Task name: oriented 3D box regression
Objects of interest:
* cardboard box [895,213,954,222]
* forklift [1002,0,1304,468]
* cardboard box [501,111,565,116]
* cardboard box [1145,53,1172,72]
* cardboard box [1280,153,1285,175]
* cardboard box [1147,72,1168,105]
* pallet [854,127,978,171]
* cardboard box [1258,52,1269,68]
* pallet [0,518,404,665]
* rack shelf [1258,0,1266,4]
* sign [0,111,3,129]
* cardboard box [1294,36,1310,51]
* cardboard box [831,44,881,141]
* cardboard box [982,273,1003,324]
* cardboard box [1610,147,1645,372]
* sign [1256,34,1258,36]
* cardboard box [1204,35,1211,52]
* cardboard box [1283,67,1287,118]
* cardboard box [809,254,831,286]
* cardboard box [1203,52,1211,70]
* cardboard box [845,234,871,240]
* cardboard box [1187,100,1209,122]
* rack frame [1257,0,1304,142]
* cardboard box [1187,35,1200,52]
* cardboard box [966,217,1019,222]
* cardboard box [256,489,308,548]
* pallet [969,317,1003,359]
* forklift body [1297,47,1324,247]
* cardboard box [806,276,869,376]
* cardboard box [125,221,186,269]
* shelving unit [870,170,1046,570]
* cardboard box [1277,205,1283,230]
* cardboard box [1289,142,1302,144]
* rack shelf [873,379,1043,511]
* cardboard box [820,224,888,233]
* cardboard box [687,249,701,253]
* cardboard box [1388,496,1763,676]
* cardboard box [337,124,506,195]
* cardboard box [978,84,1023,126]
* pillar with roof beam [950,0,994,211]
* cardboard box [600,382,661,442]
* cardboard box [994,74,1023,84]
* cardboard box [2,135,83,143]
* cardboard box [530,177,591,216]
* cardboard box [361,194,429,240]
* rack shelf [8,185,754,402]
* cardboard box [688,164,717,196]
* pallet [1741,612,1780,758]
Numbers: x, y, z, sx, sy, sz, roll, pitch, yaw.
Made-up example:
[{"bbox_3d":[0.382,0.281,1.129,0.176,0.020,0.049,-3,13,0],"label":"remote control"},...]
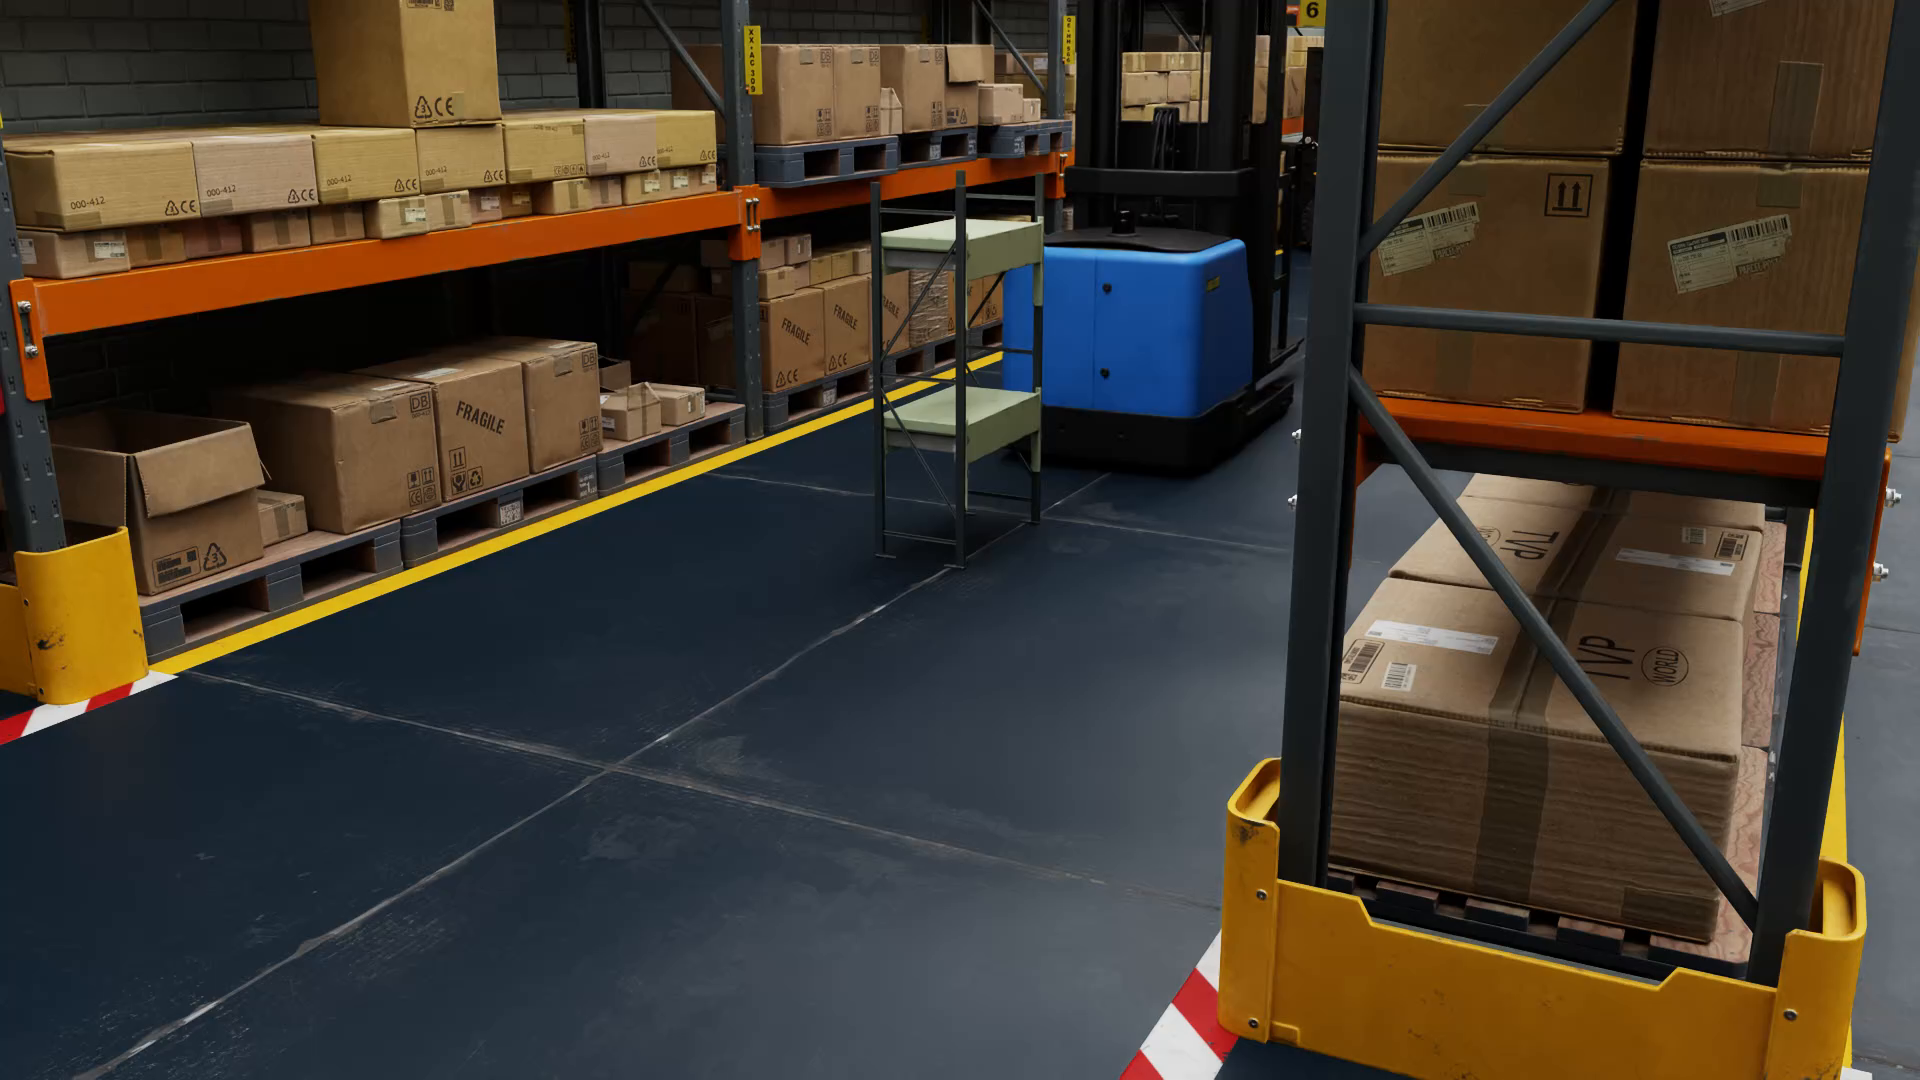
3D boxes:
[{"bbox_3d":[-0.240,-2.265,11.897,0.380,0.149,0.250,9,19,28],"label":"cardboard box"},{"bbox_3d":[1.260,-2.129,9.043,1.130,2.935,3.031,7,18,23],"label":"forklift"},{"bbox_3d":[-2.197,-1.876,7.813,0.500,0.250,0.500,8,18,25],"label":"cardboard box"},{"bbox_3d":[1.511,-3.900,13.573,0.380,0.149,0.250,8,18,24],"label":"cardboard box"},{"bbox_3d":[3.005,-3.766,16.773,0.500,0.250,0.500,9,19,27],"label":"cardboard box"},{"bbox_3d":[1.369,-3.686,13.552,0.500,0.250,0.500,8,18,26],"label":"cardboard box"},{"bbox_3d":[-0.593,-2.457,10.364,1.003,0.211,1.213,8,18,25],"label":"pallet"},{"bbox_3d":[2.819,-4.660,16.129,0.380,0.149,0.250,9,19,27],"label":"cardboard box"},{"bbox_3d":[-2.914,0.107,6.292,1.003,0.211,1.213,8,18,25],"label":"pallet"},{"bbox_3d":[2.953,-5.666,16.828,1.077,0.370,4.000,8,18,25],"label":"rack shelf"},{"bbox_3d":[-2.818,-1.353,4.791,0.100,0.325,0.005,8,18,25],"label":"sign"},{"bbox_3d":[3.394,-5.128,17.184,0.380,0.149,0.250,8,19,26],"label":"cardboard box"},{"bbox_3d":[-0.868,-2.502,9.266,0.700,0.500,0.500,8,18,26],"label":"cardboard box"},{"bbox_3d":[0.042,-1.786,11.423,0.500,0.500,0.500,8,18,25],"label":"cardboard box"},{"bbox_3d":[1.356,-0.707,3.960,0.500,0.500,0.500,8,18,24],"label":"cardboard box"},{"bbox_3d":[3.352,-5.607,18.976,0.100,0.325,0.005,8,18,25],"label":"sign"},{"bbox_3d":[2.467,-4.608,15.434,0.380,0.149,0.250,9,19,26],"label":"cardboard box"},{"bbox_3d":[2.934,-4.455,16.580,0.500,0.500,0.500,8,18,25],"label":"cardboard box"},{"bbox_3d":[-0.958,-1.544,9.470,0.380,0.149,0.250,7,18,23],"label":"cardboard box"},{"bbox_3d":[2.006,-4.239,14.713,0.380,0.149,0.250,8,18,25],"label":"cardboard box"},{"bbox_3d":[-0.496,-1.810,10.364,0.380,0.149,0.250,8,18,26],"label":"cardboard box"},{"bbox_3d":[1.848,-3.701,14.481,0.500,0.250,0.500,8,18,25],"label":"cardboard box"},{"bbox_3d":[3.846,-5.082,18.868,1.000,3.000,0.127,8,18,25],"label":"rack frame"},{"bbox_3d":[2.080,-4.743,15.889,0.380,0.149,0.250,8,18,24],"label":"cardboard box"},{"bbox_3d":[0.183,-2.127,11.431,0.380,0.149,0.250,7,18,23],"label":"cardboard box"},{"bbox_3d":[-2.720,-0.089,6.324,0.380,0.149,0.250,7,18,23],"label":"cardboard box"},{"bbox_3d":[-0.096,-1.523,11.780,1.003,0.211,1.213,8,18,25],"label":"pallet"},{"bbox_3d":[4.631,-3.960,16.581,2.313,2.155,1.214,8,18,25],"label":"forklift body"},{"bbox_3d":[-0.869,-1.260,9.652,0.500,0.500,0.500,8,18,25],"label":"cardboard box"},{"bbox_3d":[-2.839,-1.006,5.584,0.380,0.149,0.250,9,19,27],"label":"cardboard box"},{"bbox_3d":[0.003,-0.721,6.817,0.431,1.500,0.755,8,18,25],"label":"shelving unit"},{"bbox_3d":[3.000,-3.292,16.931,0.500,0.250,0.500,8,19,26],"label":"cardboard box"},{"bbox_3d":[3.920,-4.288,18.528,0.500,0.250,0.500,9,19,27],"label":"cardboard box"},{"bbox_3d":[0.003,-0.408,6.909,0.431,0.370,0.720,8,18,25],"label":"rack shelf"},{"bbox_3d":[-0.700,-1.998,10.995,0.380,0.149,0.250,8,18,24],"label":"cardboard box"},{"bbox_3d":[-1.395,-1.601,9.659,0.380,0.149,0.250,8,18,26],"label":"cardboard box"},{"bbox_3d":[1.746,0.236,4.725,0.875,0.438,0.875,9,19,27],"label":"cardboard box"},{"bbox_3d":[-2.201,-1.550,6.715,0.500,0.250,0.500,8,18,24],"label":"cardboard box"},{"bbox_3d":[0.090,-2.864,10.925,0.500,0.250,0.500,7,18,23],"label":"cardboard box"},{"bbox_3d":[3.899,-5.820,10.813,9.100,9.000,0.400,8,18,25],"label":"pillar with roof beam"},{"bbox_3d":[-1.662,-0.646,7.996,0.396,0.266,0.258,9,19,27],"label":"cardboard box"},{"bbox_3d":[0.224,-3.362,12.461,0.500,0.250,0.500,9,19,27],"label":"cardboard box"},{"bbox_3d":[-3.335,-1.229,5.633,0.500,0.250,0.500,9,19,27],"label":"cardboard box"},{"bbox_3d":[-1.854,-1.522,7.320,0.380,0.149,0.250,8,18,25],"label":"cardboard box"},{"bbox_3d":[-2.291,-1.257,6.430,0.380,0.149,0.250,8,18,24],"label":"cardboard box"},{"bbox_3d":[-2.409,-1.171,6.964,1.077,0.370,4.000,8,18,25],"label":"rack shelf"},{"bbox_3d":[-1.432,-1.792,8.231,0.380,0.149,0.250,8,18,26],"label":"cardboard box"},{"bbox_3d":[1.973,0.437,5.182,1.003,0.211,1.213,8,18,25],"label":"pallet"}]
